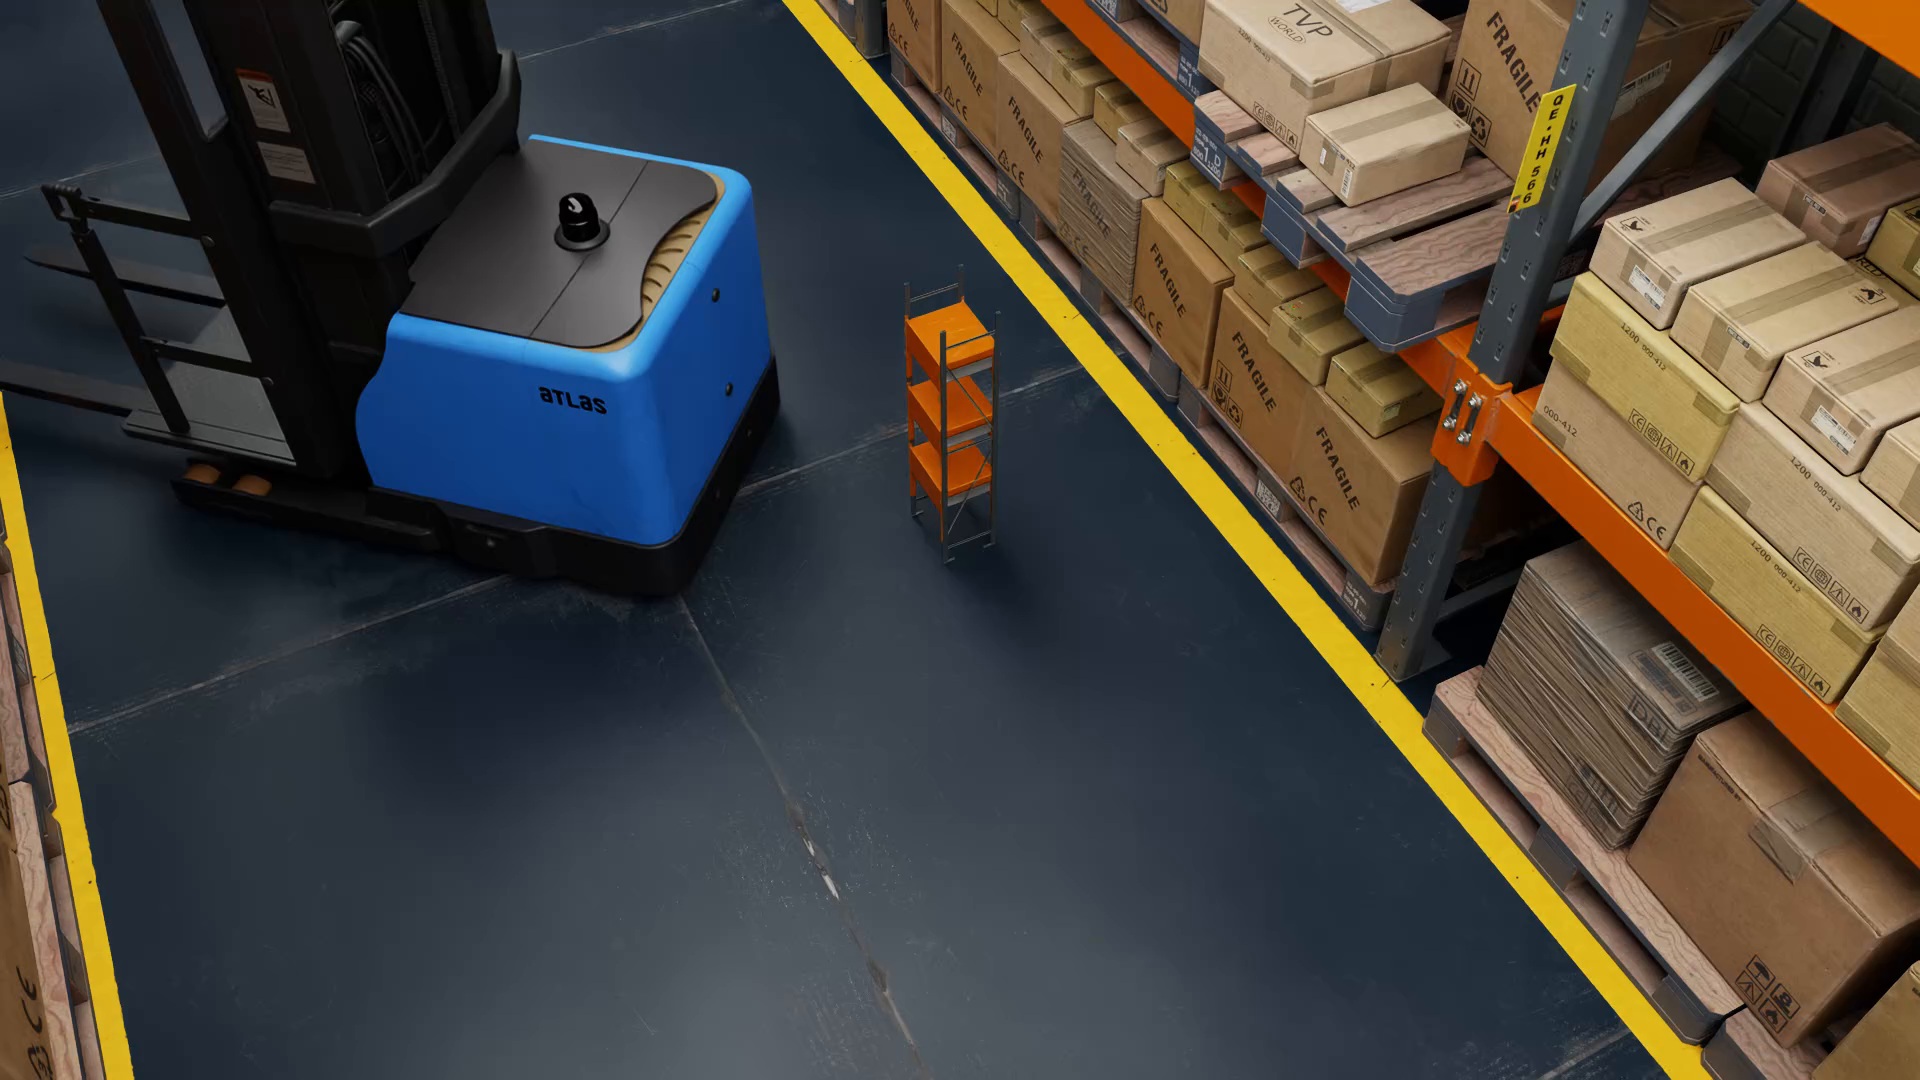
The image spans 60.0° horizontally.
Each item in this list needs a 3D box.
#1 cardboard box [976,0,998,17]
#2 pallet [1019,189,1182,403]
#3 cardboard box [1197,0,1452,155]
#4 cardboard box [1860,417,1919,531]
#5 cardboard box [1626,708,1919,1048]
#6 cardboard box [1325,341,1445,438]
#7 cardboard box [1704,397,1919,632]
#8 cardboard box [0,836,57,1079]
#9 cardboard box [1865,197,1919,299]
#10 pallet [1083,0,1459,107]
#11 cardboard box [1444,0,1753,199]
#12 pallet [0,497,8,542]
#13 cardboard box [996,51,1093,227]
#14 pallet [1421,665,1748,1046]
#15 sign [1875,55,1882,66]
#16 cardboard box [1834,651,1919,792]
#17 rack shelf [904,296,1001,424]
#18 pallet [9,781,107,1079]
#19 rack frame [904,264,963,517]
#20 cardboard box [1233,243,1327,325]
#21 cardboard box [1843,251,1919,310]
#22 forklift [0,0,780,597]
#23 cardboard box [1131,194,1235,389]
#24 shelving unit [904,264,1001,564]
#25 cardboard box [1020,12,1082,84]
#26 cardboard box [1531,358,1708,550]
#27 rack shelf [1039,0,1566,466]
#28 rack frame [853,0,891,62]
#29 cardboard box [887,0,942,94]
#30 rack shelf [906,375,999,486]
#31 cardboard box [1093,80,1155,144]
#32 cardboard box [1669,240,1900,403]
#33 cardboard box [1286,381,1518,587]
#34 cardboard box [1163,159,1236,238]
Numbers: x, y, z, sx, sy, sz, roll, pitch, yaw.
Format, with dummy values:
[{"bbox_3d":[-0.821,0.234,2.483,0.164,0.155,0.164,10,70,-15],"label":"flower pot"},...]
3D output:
[{"bbox_3d":[0.236,-2.282,6.704,0.380,0.149,0.250,-24,53,-19],"label":"cardboard box"},{"bbox_3d":[0.954,-1.144,6.611,1.003,0.211,1.213,-21,52,-18],"label":"pallet"},{"bbox_3d":[1.046,-1.418,4.818,0.500,0.250,0.500,-23,53,-19],"label":"cardboard box"},{"bbox_3d":[2.095,-0.154,3.394,0.380,0.149,0.250,-21,52,-17],"label":"cardboard box"},{"bbox_3d":[2.395,0.766,4.386,0.875,0.625,0.625,-20,52,-16],"label":"cardboard box"},{"bbox_3d":[1.365,-0.506,5.151,0.380,0.149,0.250,-24,53,-19],"label":"cardboard box"},{"bbox_3d":[2.030,-0.133,3.641,0.500,0.250,0.500,-20,52,-16],"label":"cardboard box"},{"bbox_3d":[-2.838,1.048,3.973,0.875,0.875,0.875,-22,52,-18],"label":"cardboard box"},{"bbox_3d":[2.364,-0.696,3.868,0.380,0.149,0.250,-20,52,-17],"label":"cardboard box"},{"bbox_3d":[0.922,-1.971,5.608,1.003,0.211,1.213,-21,52,-18],"label":"pallet"},{"bbox_3d":[1.720,-1.304,4.552,0.500,0.500,0.500,-19,51,-16],"label":"cardboard box"},{"bbox_3d":[-4.006,-0.291,5.864,1.003,0.211,1.213,-21,52,-18],"label":"pallet"},{"bbox_3d":[0.484,-1.637,6.570,0.500,0.500,0.500,-23,53,-19],"label":"cardboard box"},{"bbox_3d":[2.158,0.748,4.955,1.003,0.211,1.213,-21,52,-18],"label":"pallet"},{"bbox_3d":[2.308,-1.309,4.133,0.100,0.325,0.005,-21,52,-18],"label":"sign"},{"bbox_3d":[2.270,0.377,3.527,0.500,0.250,0.500,-23,53,-19],"label":"cardboard box"},{"bbox_3d":[-0.025,-0.561,5.180,0.215,0.259,0.240,-21,52,-18],"label":"rack shelf"},{"bbox_3d":[-2.889,1.343,4.436,1.003,0.211,1.213,-21,52,-18],"label":"pallet"},{"bbox_3d":[-0.080,-0.463,5.458,0.200,1.050,0.008,-21,52,-18],"label":"rack frame"},{"bbox_3d":[1.131,-0.870,5.469,0.380,0.149,0.250,-23,53,-19],"label":"cardboard box"},{"bbox_3d":[2.269,-0.644,4.088,0.500,0.250,0.500,-20,52,-17],"label":"cardboard box"},{"bbox_3d":[-2.233,-1.404,5.030,3.031,2.935,1.130,12,50,10],"label":"forklift"},{"bbox_3d":[0.970,-0.946,5.966,0.500,0.500,0.500,-19,52,-16],"label":"cardboard box"},{"bbox_3d":[-0.025,-0.381,5.386,0.215,1.050,0.252,-21,52,-18],"label":"shelving unit"},{"bbox_3d":[0.455,-1.923,6.390,0.380,0.149,0.250,-21,52,-18],"label":"cardboard box"},{"bbox_3d":[1.802,-0.304,4.122,0.500,0.250,0.500,-21,52,-17],"label":"cardboard box"},{"bbox_3d":[0.901,-1.836,5.841,1.077,0.370,4.000,-21,52,-18],"label":"rack shelf"},{"bbox_3d":[-0.014,-3.411,6.741,1.000,3.000,0.127,-21,52,-18],"label":"rack frame"},{"bbox_3d":[0.007,-2.325,7.173,0.500,0.500,0.500,-19,52,-16],"label":"cardboard box"},{"bbox_3d":[-0.025,-0.374,5.394,0.215,0.259,0.240,-21,52,-18],"label":"rack shelf"},{"bbox_3d":[0.716,-1.585,6.095,0.380,0.149,0.250,-21,52,-17],"label":"cardboard box"},{"bbox_3d":[1.823,-0.488,3.686,0.380,0.149,0.250,-20,52,-17],"label":"cardboard box"},{"bbox_3d":[1.432,-0.258,5.365,0.500,0.500,0.500,-20,52,-16],"label":"cardboard box"},{"bbox_3d":[0.936,-1.229,5.783,0.380,0.149,0.250,-22,52,-18],"label":"cardboard box"}]
